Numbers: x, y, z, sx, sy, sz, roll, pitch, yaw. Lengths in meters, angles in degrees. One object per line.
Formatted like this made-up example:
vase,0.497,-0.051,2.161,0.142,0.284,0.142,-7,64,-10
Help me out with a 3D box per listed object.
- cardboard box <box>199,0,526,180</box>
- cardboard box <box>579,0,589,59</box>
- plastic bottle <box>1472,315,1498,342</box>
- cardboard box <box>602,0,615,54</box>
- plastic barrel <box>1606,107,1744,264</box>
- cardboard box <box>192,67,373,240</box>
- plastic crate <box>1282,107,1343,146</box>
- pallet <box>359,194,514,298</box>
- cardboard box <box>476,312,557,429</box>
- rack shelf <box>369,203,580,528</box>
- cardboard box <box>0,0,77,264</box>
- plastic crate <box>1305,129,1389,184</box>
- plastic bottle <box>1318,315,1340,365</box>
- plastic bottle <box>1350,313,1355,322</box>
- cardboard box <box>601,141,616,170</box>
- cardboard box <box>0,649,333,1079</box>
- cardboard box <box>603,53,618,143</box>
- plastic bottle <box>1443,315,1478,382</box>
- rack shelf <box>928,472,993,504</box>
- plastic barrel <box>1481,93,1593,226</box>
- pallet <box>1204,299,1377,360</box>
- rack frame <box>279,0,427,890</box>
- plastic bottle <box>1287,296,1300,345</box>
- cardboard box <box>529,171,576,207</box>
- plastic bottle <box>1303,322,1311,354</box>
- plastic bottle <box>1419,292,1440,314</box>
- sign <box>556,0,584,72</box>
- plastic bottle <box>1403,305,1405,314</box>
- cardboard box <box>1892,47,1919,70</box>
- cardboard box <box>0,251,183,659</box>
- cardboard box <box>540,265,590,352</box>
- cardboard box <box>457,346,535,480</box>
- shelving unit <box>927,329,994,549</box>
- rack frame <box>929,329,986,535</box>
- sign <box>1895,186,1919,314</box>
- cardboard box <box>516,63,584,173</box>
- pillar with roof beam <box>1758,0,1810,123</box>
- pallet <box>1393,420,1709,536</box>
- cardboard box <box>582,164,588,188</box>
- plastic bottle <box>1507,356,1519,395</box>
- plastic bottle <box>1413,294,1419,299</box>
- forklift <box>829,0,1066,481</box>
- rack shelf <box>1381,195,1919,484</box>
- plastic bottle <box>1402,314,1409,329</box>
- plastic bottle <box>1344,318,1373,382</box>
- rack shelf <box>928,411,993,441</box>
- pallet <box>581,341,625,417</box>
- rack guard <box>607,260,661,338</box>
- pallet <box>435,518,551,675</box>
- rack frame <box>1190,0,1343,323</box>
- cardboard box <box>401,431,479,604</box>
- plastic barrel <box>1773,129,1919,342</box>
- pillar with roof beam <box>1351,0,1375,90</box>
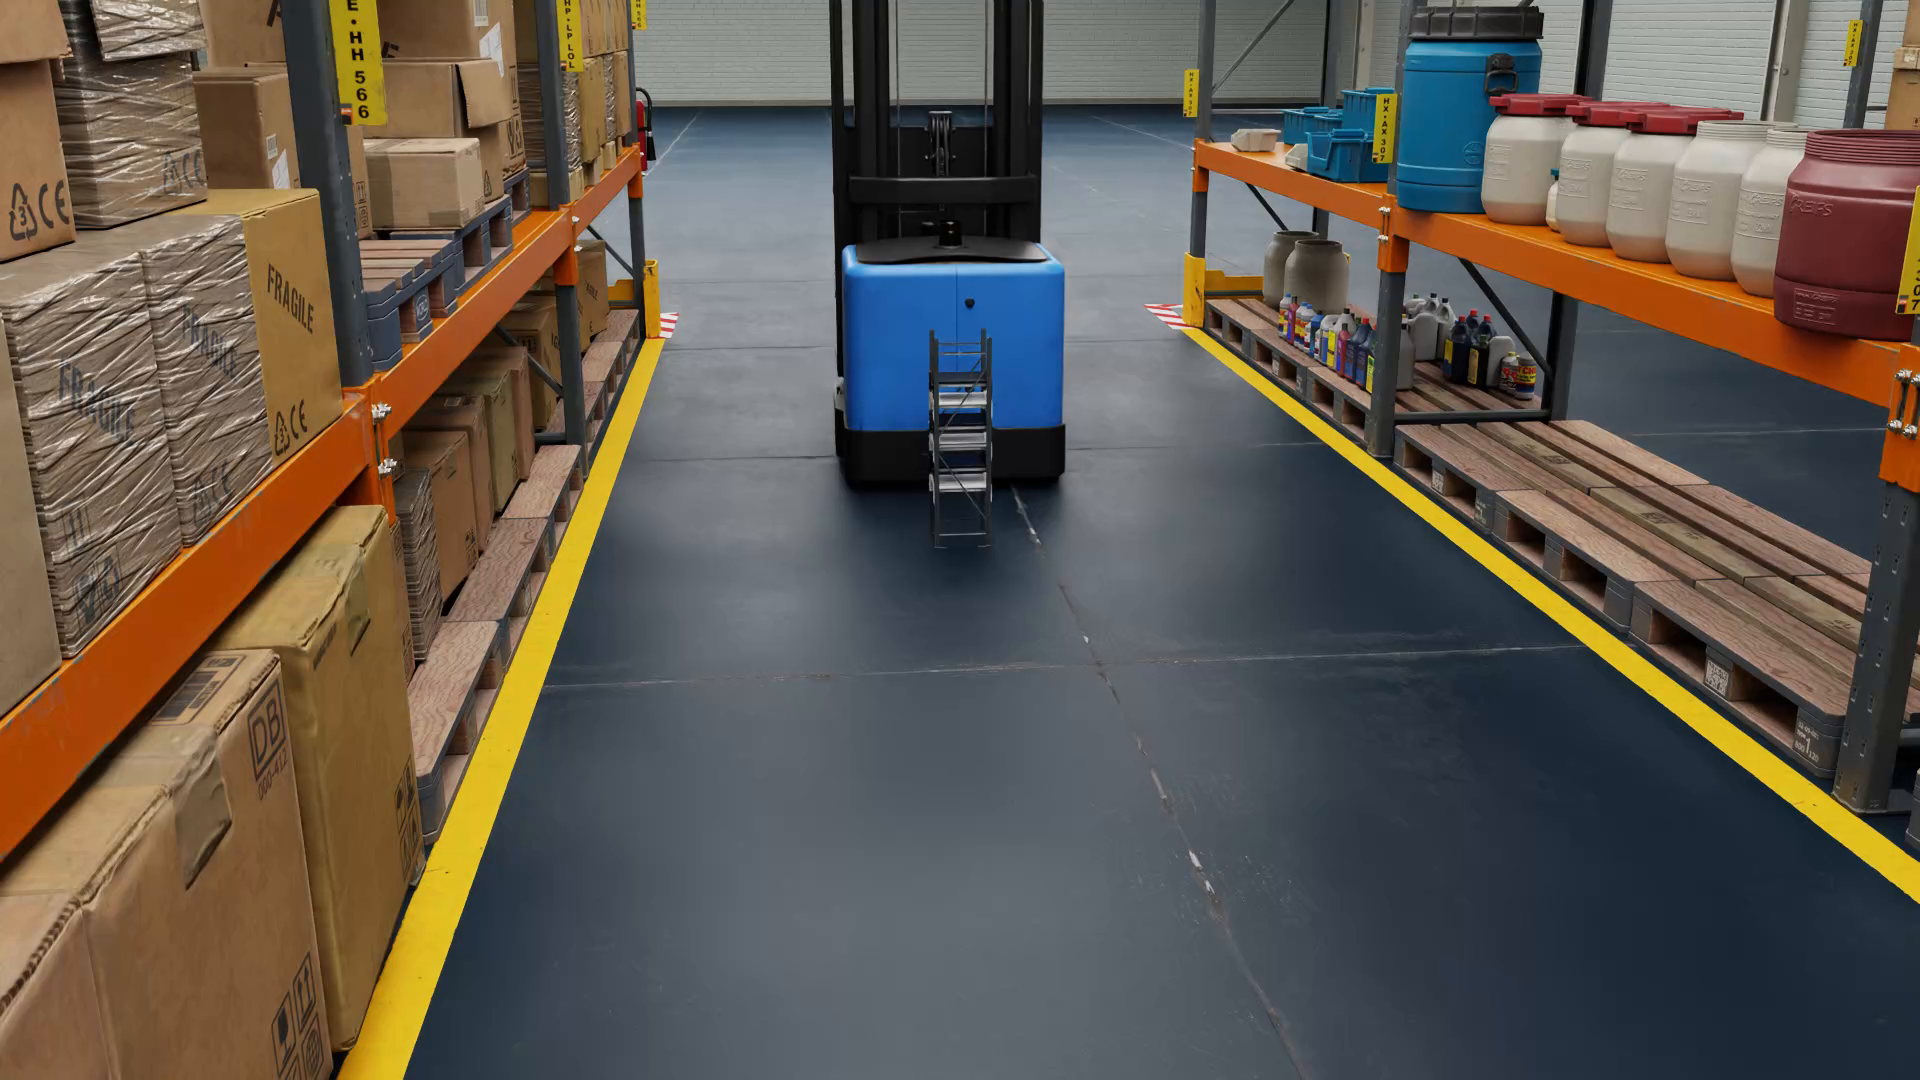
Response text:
cardboard box,-2.378,-1.968,6.735,1.000,1.000,1.000,-2,18,-5
cardboard box,-2.167,-2.680,8.372,0.500,0.500,0.500,-2,18,-6
plastic bottle,2.936,-1.075,9.280,0.144,0.351,0.185,-1,17,-4
cardboard box,-2.324,-3.127,9.795,0.500,0.500,0.500,-2,18,-6
plastic barrel,2.607,-1.301,6.086,0.433,0.535,0.433,0,17,0
cardboard box,-2.160,-1.101,4.810,0.700,0.500,0.500,1,17,3
plastic crate,2.543,-2.856,11.515,0.499,0.251,0.616,-2,18,-6
pallet,-2.153,-1.027,5.762,1.003,0.211,1.213,-2,18,-6
cardboard box,-2.322,-0.850,8.350,0.500,0.500,0.500,-2,18,-7
rack shelf,-2.114,-0.783,5.865,1.077,0.370,4.000,-2,18,-6
cardboard box,-1.784,-0.644,2.380,0.797,0.503,0.637,-1,17,-4
plastic crate,2.222,-2.126,9.188,0.499,0.251,0.616,-2,18,-6
plastic bottle,2.187,-1.171,9.711,0.152,0.276,0.135,-1,17,-5
plastic bottle,2.293,-1.178,9.720,0.061,0.283,0.133,-2,18,-6
cardboard box,-2.239,-2.272,9.825,0.380,0.149,0.250,-2,18,-6
cardboard box,-1.773,0.755,2.611,1.225,0.875,0.875,-2,18,-5
cardboard box,-2.524,-2.643,9.925,0.875,0.500,0.500,-2,18,-6
plastic bottle,2.792,-1.070,9.266,0.144,0.351,0.185,-2,18,-6
rack shelf,0.001,-0.223,7.098,0.258,0.077,0.200,-2,18,-6
plastic barrel,2.487,-1.648,7.193,0.433,0.535,0.433,0,17,0
pallet,2.327,-1.473,11.517,1.003,0.211,1.213,-2,18,-6
rack frame,-1.908,-0.530,3.859,1.000,3.000,0.127,-2,18,-6
plastic bottle,2.076,-1.363,10.312,0.061,0.283,0.133,-1,17,-5
cardboard box,-2.043,-1.676,7.926,0.380,0.149,0.250,-2,18,-6
plastic bottle,2.127,-1.231,10.026,0.097,0.201,0.097,0,17,0
plastic bottle,2.853,-1.313,10.039,0.144,0.351,0.185,-1,17,-3
sign,-1.769,-2.293,7.540,0.100,0.325,0.005,-2,18,-6
plastic bottle,2.712,-1.368,10.327,0.061,0.283,0.133,-2,18,-6
cardboard box,6.947,-3.453,11.917,0.380,0.149,0.250,-2,18,-6
cardboard box,-1.508,-0.135,2.434,0.500,0.500,0.500,-2,18,-7
cardboard box,-2.544,-1.371,10.008,0.500,0.500,0.500,0,17,0
cardboard box,-2.278,-0.556,7.379,0.700,0.500,0.500,-3,18,-10
shelving unit,0.001,-0.427,7.035,0.258,0.900,0.210,-2,18,-6
rack frame,-0.010,-0.457,7.131,0.240,0.900,0.006,-2,18,-6
sign,2.472,-0.742,4.261,0.100,0.325,0.005,-2,18,-6
cardboard box,-2.305,-2.048,8.029,0.875,0.500,0.500,-2,18,-6
pillar with roof beam,7.461,-9.496,22.400,9.100,9.000,0.400,-2,18,-6
pallet,2.726,-0.312,7.819,1.003,0.211,1.213,-2,18,-6
cardboard box,-2.145,-1.898,8.636,0.380,0.149,0.250,-2,18,-6
plastic bottle,2.999,-0.889,8.938,0.097,0.201,0.097,0,17,0
plastic bottle,2.849,-1.413,10.471,0.061,0.283,0.133,-1,17,-4
forklift,-0.141,-2.069,8.876,1.130,2.935,3.031,-1,17,-5
rack shelf,2.813,-0.936,6.352,1.077,0.370,4.000,-2,18,-6
plastic bottle,2.710,-1.281,10.188,0.097,0.201,0.097,0,17,0
plastic bottle,2.233,-1.061,9.238,0.144,0.351,0.185,-3,18,-8
rack shelf,0.001,-0.481,7.018,0.258,0.077,0.200,-2,18,-6
pallet,-2.554,-0.955,9.867,1.003,0.211,1.213,-2,18,-6
rack guard,-2.725,-1.699,11.753,1.175,0.500,0.348,-2,18,-6
pallet,-2.109,0.204,6.174,1.003,0.211,1.213,-2,18,-6
rack frame,2.194,-3.067,11.938,1.000,3.000,0.127,-2,18,-6
cardboard box,-2.132,-0.080,5.864,0.700,0.500,0.500,0,17,-1
plastic barrel,2.670,-0.877,4.737,0.600,0.536,0.708,-2,18,-6
pillar with roof beam,5.604,-14.859,39.482,9.100,9.000,0.400,-2,18,-6
